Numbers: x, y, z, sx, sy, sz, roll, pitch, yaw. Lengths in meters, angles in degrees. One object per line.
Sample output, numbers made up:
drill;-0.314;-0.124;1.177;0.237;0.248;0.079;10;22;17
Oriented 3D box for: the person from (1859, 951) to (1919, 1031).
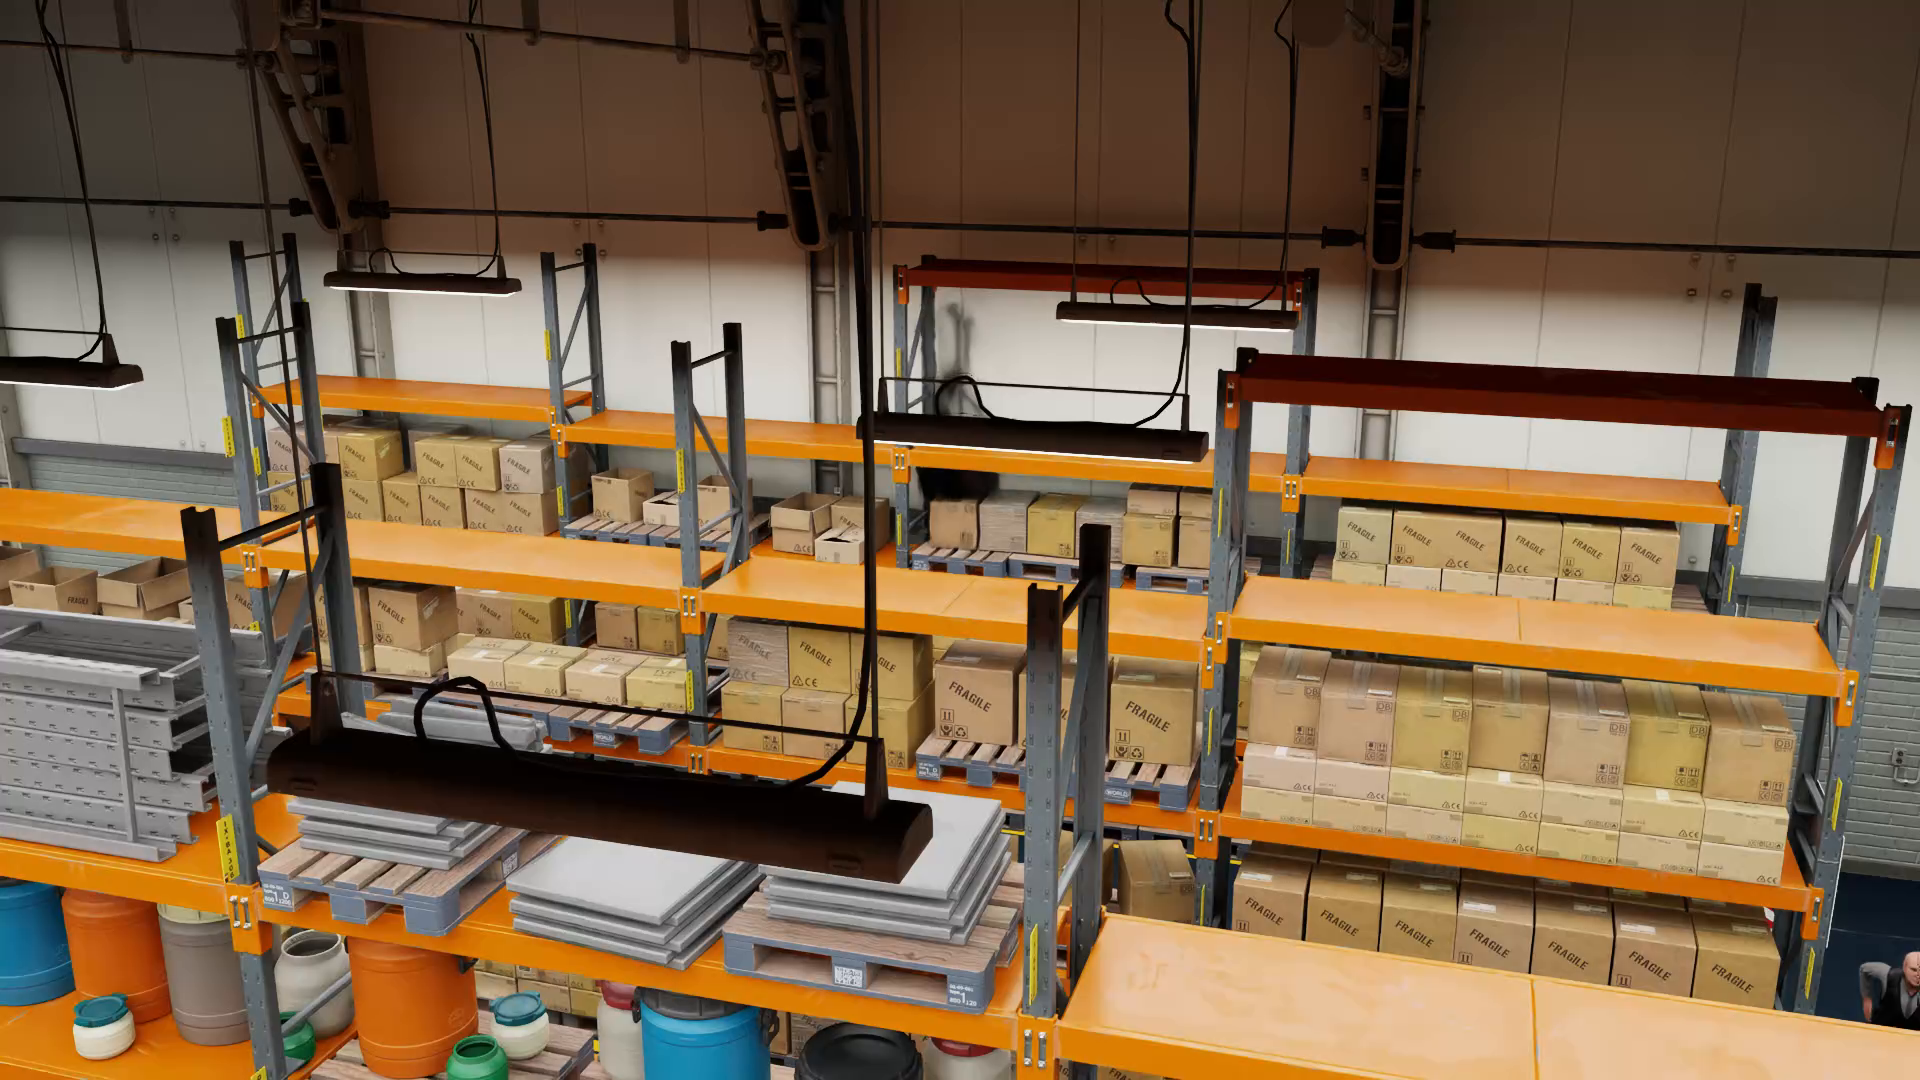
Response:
person;7.105;3.795;12.570;0.652;1.731;0.950;6;17;20
